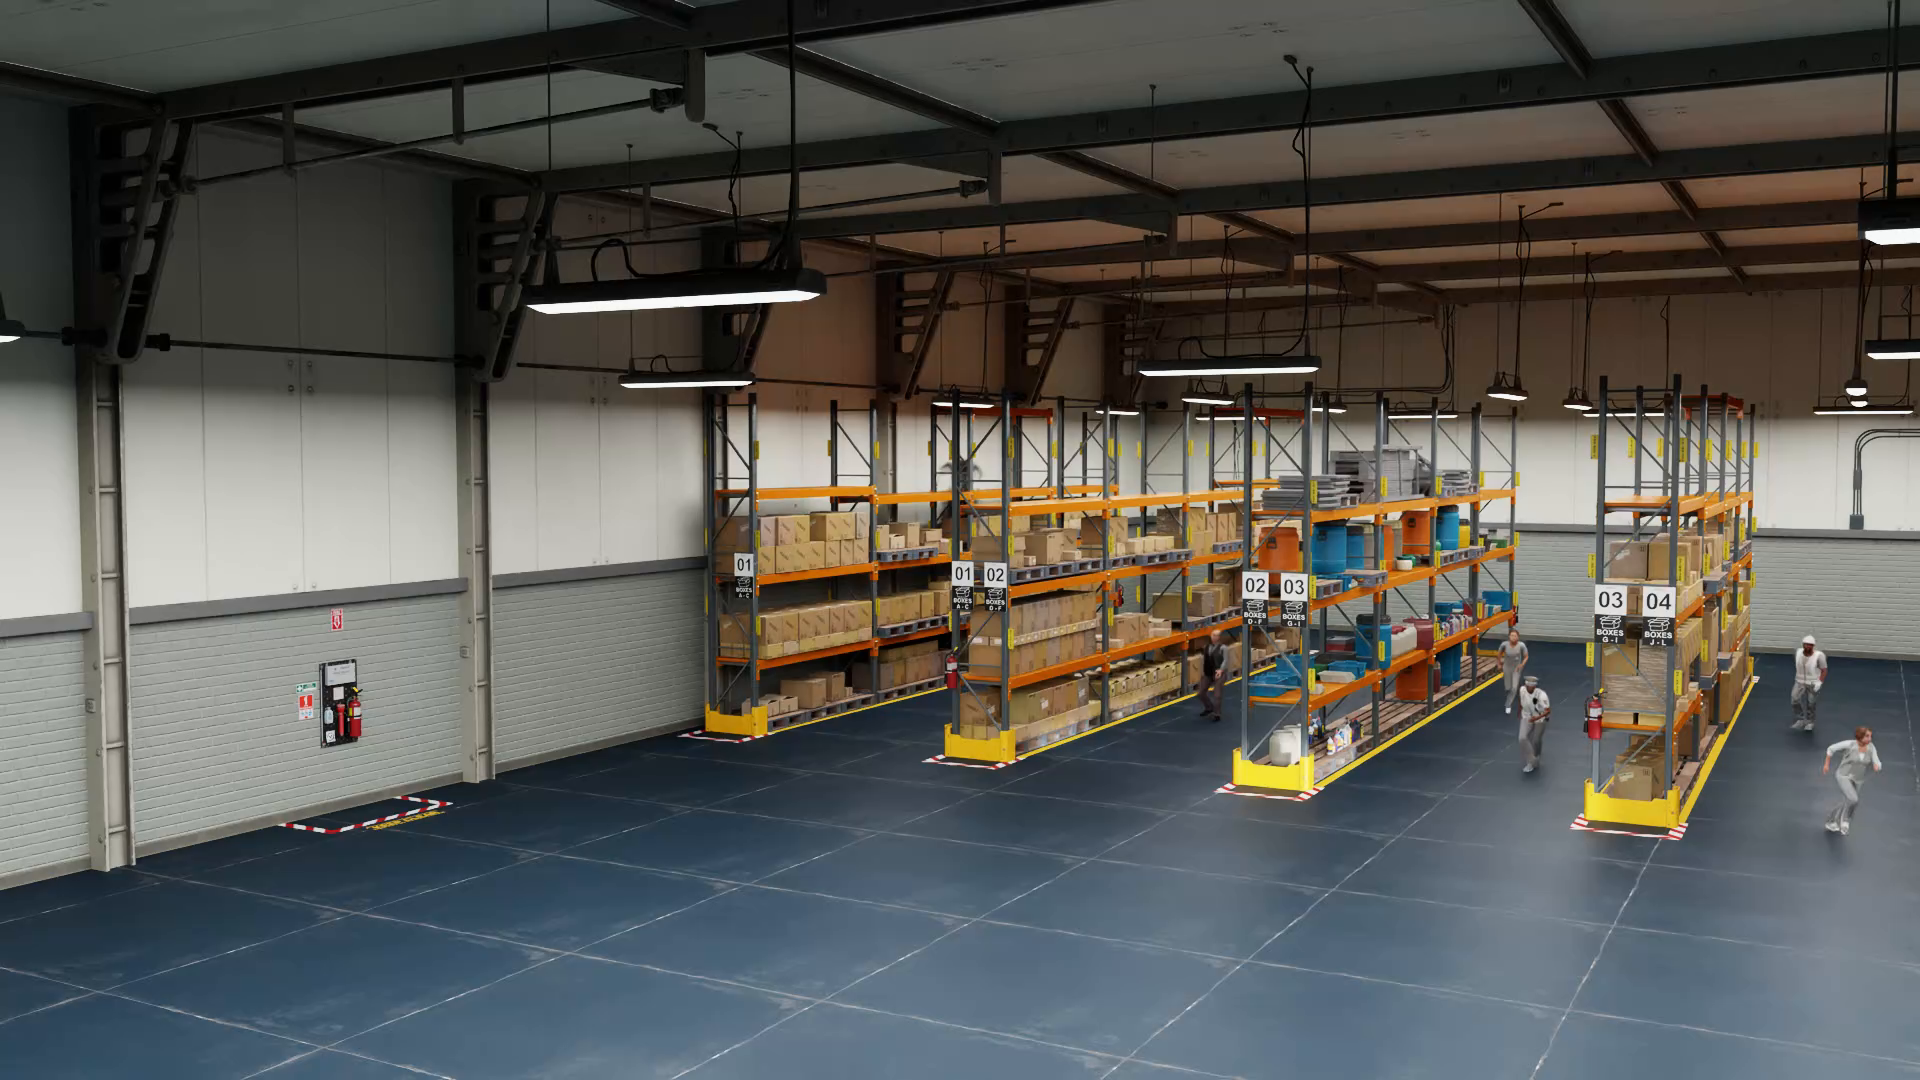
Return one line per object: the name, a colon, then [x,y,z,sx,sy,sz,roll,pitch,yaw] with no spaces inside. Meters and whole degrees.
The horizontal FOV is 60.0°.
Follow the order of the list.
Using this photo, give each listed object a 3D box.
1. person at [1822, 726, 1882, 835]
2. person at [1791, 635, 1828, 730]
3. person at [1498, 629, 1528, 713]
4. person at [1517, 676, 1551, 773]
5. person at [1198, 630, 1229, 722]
person: [11.500,3.092,21.443,0.544,1.461,0.932,0,3,-6]
person: [15.022,2.533,29.415,0.638,1.724,0.757,3,4,44]
person: [10.568,2.489,31.804,0.544,1.604,0.634,1,3,12]
person: [9.012,2.840,26.054,0.585,1.500,1.014,2,4,33]
person: [4.634,2.504,30.598,0.692,1.709,0.651,2,4,36]
